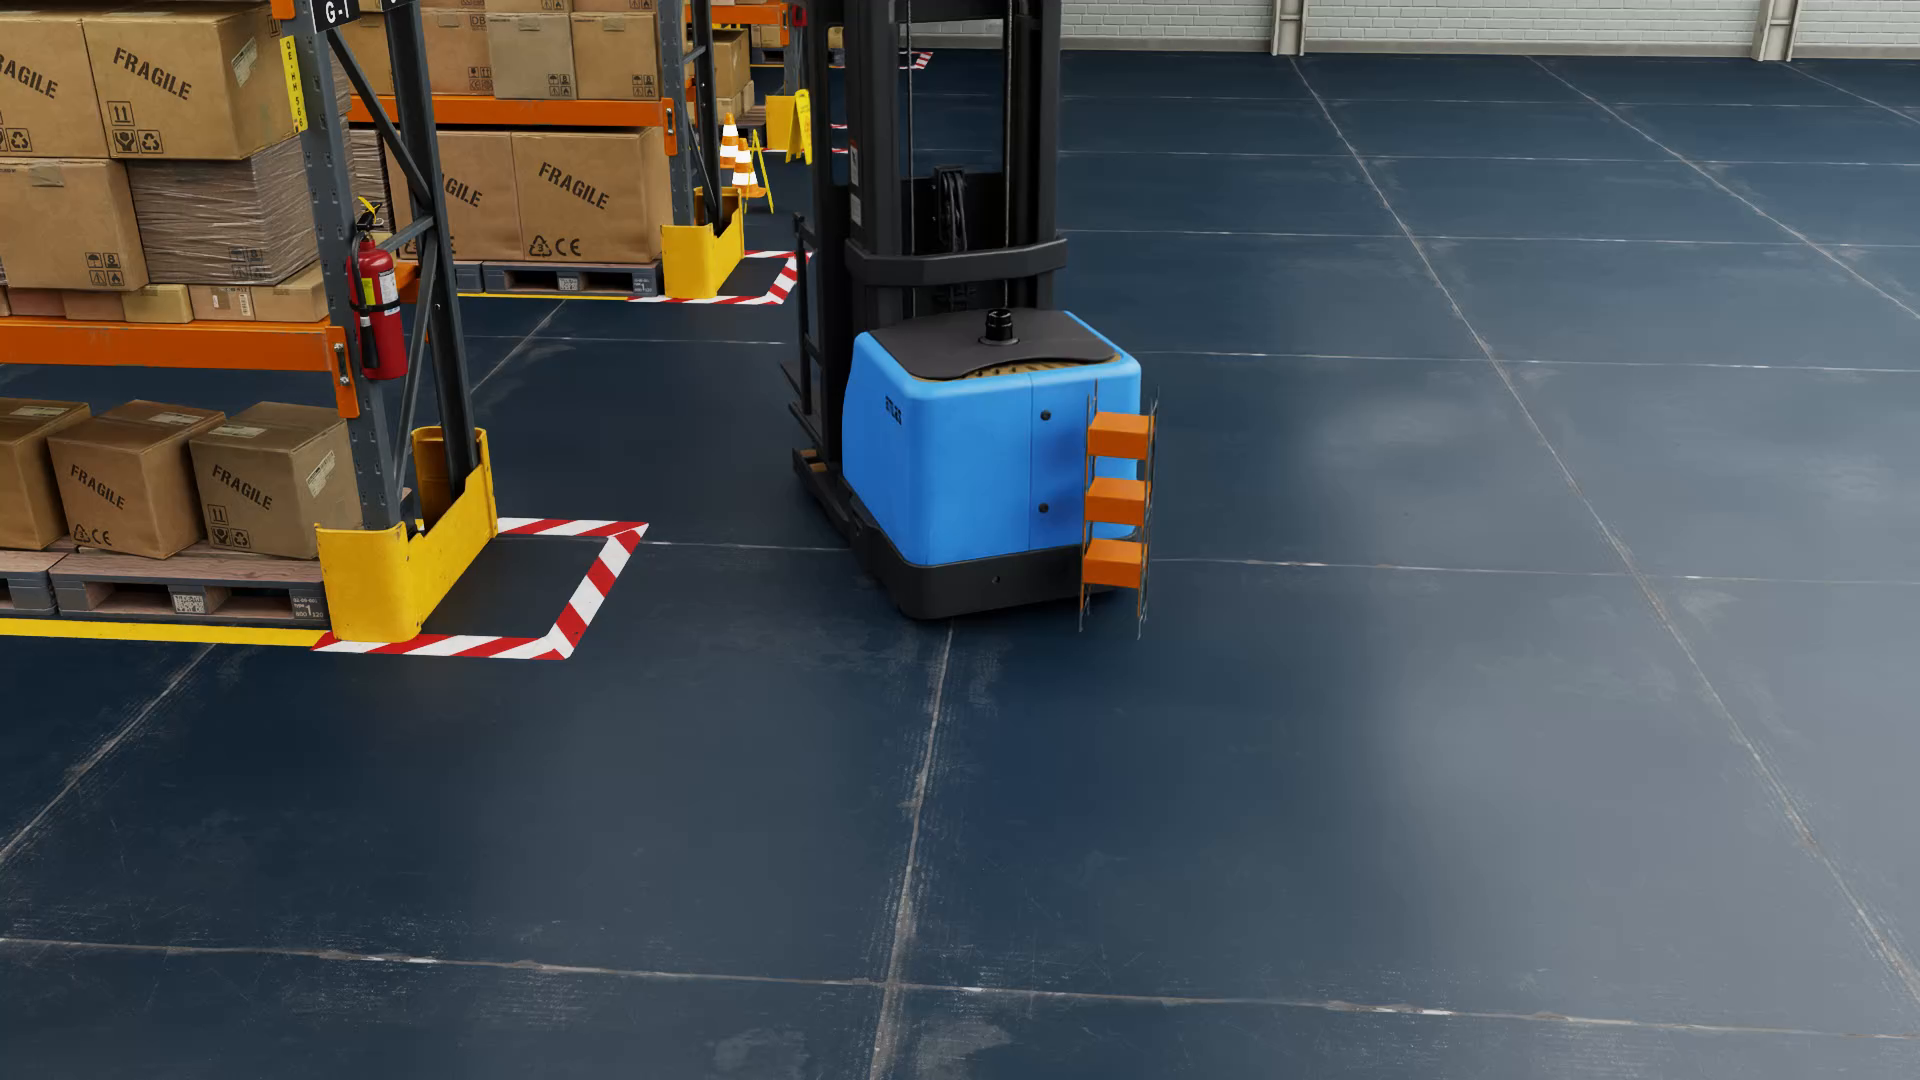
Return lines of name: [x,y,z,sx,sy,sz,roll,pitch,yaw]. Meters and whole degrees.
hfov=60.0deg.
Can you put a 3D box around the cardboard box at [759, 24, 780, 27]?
cardboard box: [-2.183,-6.458,20.384,0.500,0.250,0.500,2,25,3]

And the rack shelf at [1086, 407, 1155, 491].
rack shelf: [0.641,-0.365,6.632,0.240,0.259,0.215,6,25,13]

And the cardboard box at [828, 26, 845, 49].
cardboard box: [-1.668,-6.208,20.440,0.500,0.250,0.500,2,25,4]

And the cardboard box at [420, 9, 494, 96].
cardboard box: [-3.302,-3.388,11.344,0.550,0.550,0.875,2,25,4]

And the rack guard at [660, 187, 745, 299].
rack guard: [-1.805,-2.111,11.740,0.348,0.500,1.175,2,25,4]

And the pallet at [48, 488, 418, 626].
pallet: [-3.193,0.040,7.411,1.213,0.211,1.003,2,25,4]

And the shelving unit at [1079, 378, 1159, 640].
shelving unit: [0.640,-0.116,6.746,0.252,1.050,0.215,6,25,13]

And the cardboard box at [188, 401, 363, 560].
cardboard box: [-2.931,-0.266,7.227,0.500,0.500,0.500,6,25,14]

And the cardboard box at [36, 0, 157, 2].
cardboard box: [-3.335,-1.969,6.768,0.500,0.500,0.500,2,25,4]

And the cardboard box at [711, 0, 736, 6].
cardboard box: [-2.202,-5.085,15.512,0.250,0.149,0.380,2,25,3]

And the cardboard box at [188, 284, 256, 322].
cardboard box: [-2.859,-1.001,6.637,0.250,0.149,0.380,2,25,4]

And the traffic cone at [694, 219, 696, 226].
traffic cone: [-2.250,-2.704,13.073,0.334,0.463,0.336,2,25,4]

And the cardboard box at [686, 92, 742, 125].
cardboard box: [-2.402,-4.170,16.011,0.500,0.250,0.500,2,25,4]

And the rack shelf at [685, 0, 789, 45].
rack shelf: [-3.545,-5.051,16.000,4.000,0.370,1.077,2,25,4]

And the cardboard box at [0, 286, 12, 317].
cardboard box: [-3.857,-1.026,6.691,0.250,0.149,0.380,2,25,4]

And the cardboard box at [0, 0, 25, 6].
cardboard box: [-3.875,-1.764,6.323,0.500,0.500,0.500,2,25,4]

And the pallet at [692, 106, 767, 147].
pallet: [-2.434,-4.090,16.387,1.213,0.211,1.003,2,25,4]

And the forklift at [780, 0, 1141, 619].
forklift: [-0.203,-1.596,7.711,1.130,2.935,3.031,-8,26,-17]

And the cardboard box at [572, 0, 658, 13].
cardboard box: [-2.196,-3.834,11.023,0.550,0.550,0.875,2,25,4]

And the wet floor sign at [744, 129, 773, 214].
wet floor sign: [-1.649,-3.002,13.503,0.232,0.644,0.267,-2,25,-5]

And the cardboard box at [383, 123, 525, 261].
cardboard box: [-3.388,-2.495,11.623,0.875,0.875,0.875,1,25,3]

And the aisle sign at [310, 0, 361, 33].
aisle sign: [-2.271,-2.238,5.914,0.004,0.787,0.394,2,25,4]

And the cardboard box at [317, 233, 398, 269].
cardboard box: [-2.576,-1.178,7.022,0.250,0.149,0.380,2,25,4]

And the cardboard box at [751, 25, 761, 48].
cardboard box: [-2.661,-6.248,20.526,0.500,0.250,0.500,2,25,5]

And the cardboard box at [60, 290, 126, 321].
cardboard box: [-3.360,-1.002,6.639,0.250,0.149,0.380,2,25,4]

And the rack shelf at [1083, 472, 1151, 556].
rack shelf: [0.640,-0.107,6.751,0.240,0.259,0.215,6,25,13]

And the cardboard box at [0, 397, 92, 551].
cardboard box: [-4.153,-0.299,7.299,0.500,0.500,0.500,4,25,9]

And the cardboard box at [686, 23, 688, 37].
cardboard box: [-2.741,-4.792,15.689,0.250,0.149,0.380,3,25,6]

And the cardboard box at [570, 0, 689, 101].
cardboard box: [-2.203,-3.309,11.173,0.550,0.550,0.875,2,25,4]

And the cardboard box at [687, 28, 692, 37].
cardboard box: [-2.880,-4.753,16.381,0.500,0.500,0.500,1,25,2]

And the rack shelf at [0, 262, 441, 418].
rack shelf: [-4.304,-0.921,7.023,4.000,0.370,1.077,2,25,4]

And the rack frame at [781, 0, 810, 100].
rack frame: [-1.551,-5.314,15.710,0.127,3.000,1.000,2,25,4]

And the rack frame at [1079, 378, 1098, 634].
rack frame: [0.522,-0.129,6.773,0.008,1.050,0.200,6,25,13]

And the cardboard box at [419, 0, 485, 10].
cardboard box: [-3.300,-3.888,11.140,0.550,0.550,0.875,2,25,4]

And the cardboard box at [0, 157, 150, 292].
cardboard box: [-3.364,-1.359,6.640,0.500,0.500,0.875,2,25,4]

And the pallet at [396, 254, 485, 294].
pallet: [-3.846,-2.014,11.874,1.213,0.211,1.003,2,25,4]

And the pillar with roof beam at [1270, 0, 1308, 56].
pillar with roof beam: [3.853,-8.520,15.501,0.400,9.000,9.100,2,25,4]

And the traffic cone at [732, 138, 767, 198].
traffic cone: [-1.825,-3.164,14.073,0.334,0.463,0.336,2,25,4]

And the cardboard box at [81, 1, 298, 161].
cardboard box: [-2.877,-1.733,6.256,0.500,0.500,0.500,2,25,4]

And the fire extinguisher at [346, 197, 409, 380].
fire extinguisher: [-2.231,-0.953,6.325,0.183,0.674,0.296,2,25,4]

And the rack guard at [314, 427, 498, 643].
rack guard: [-2.386,-0.051,7.262,0.348,0.500,1.175,2,25,4]
